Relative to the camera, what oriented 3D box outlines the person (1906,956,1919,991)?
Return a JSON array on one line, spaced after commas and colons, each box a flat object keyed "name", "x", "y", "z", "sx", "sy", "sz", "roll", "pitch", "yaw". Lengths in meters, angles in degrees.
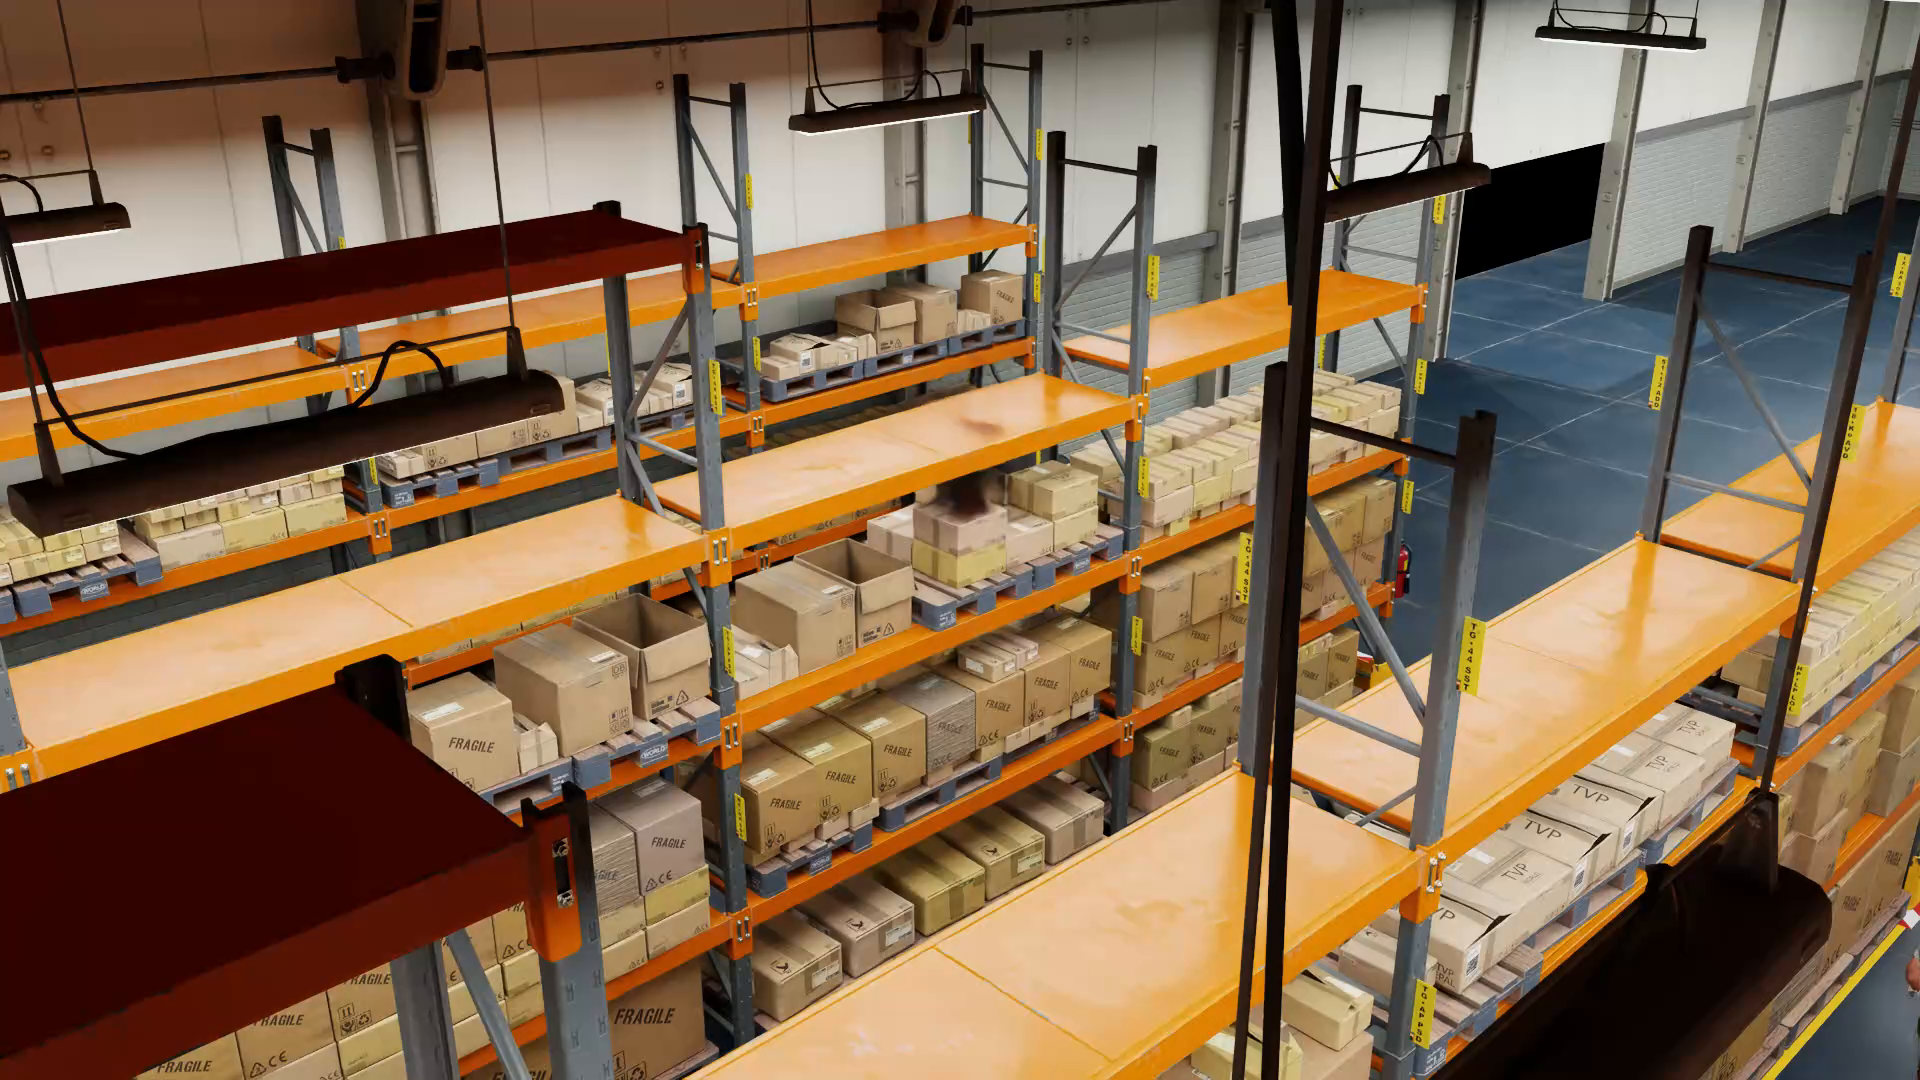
[{"name": "person", "x": 6.562, "y": 2.719, "z": 10.803, "sx": 0.643, "sy": 0.862, "sz": 0.377, "roll": 16, "pitch": 27, "yaw": 34}]
